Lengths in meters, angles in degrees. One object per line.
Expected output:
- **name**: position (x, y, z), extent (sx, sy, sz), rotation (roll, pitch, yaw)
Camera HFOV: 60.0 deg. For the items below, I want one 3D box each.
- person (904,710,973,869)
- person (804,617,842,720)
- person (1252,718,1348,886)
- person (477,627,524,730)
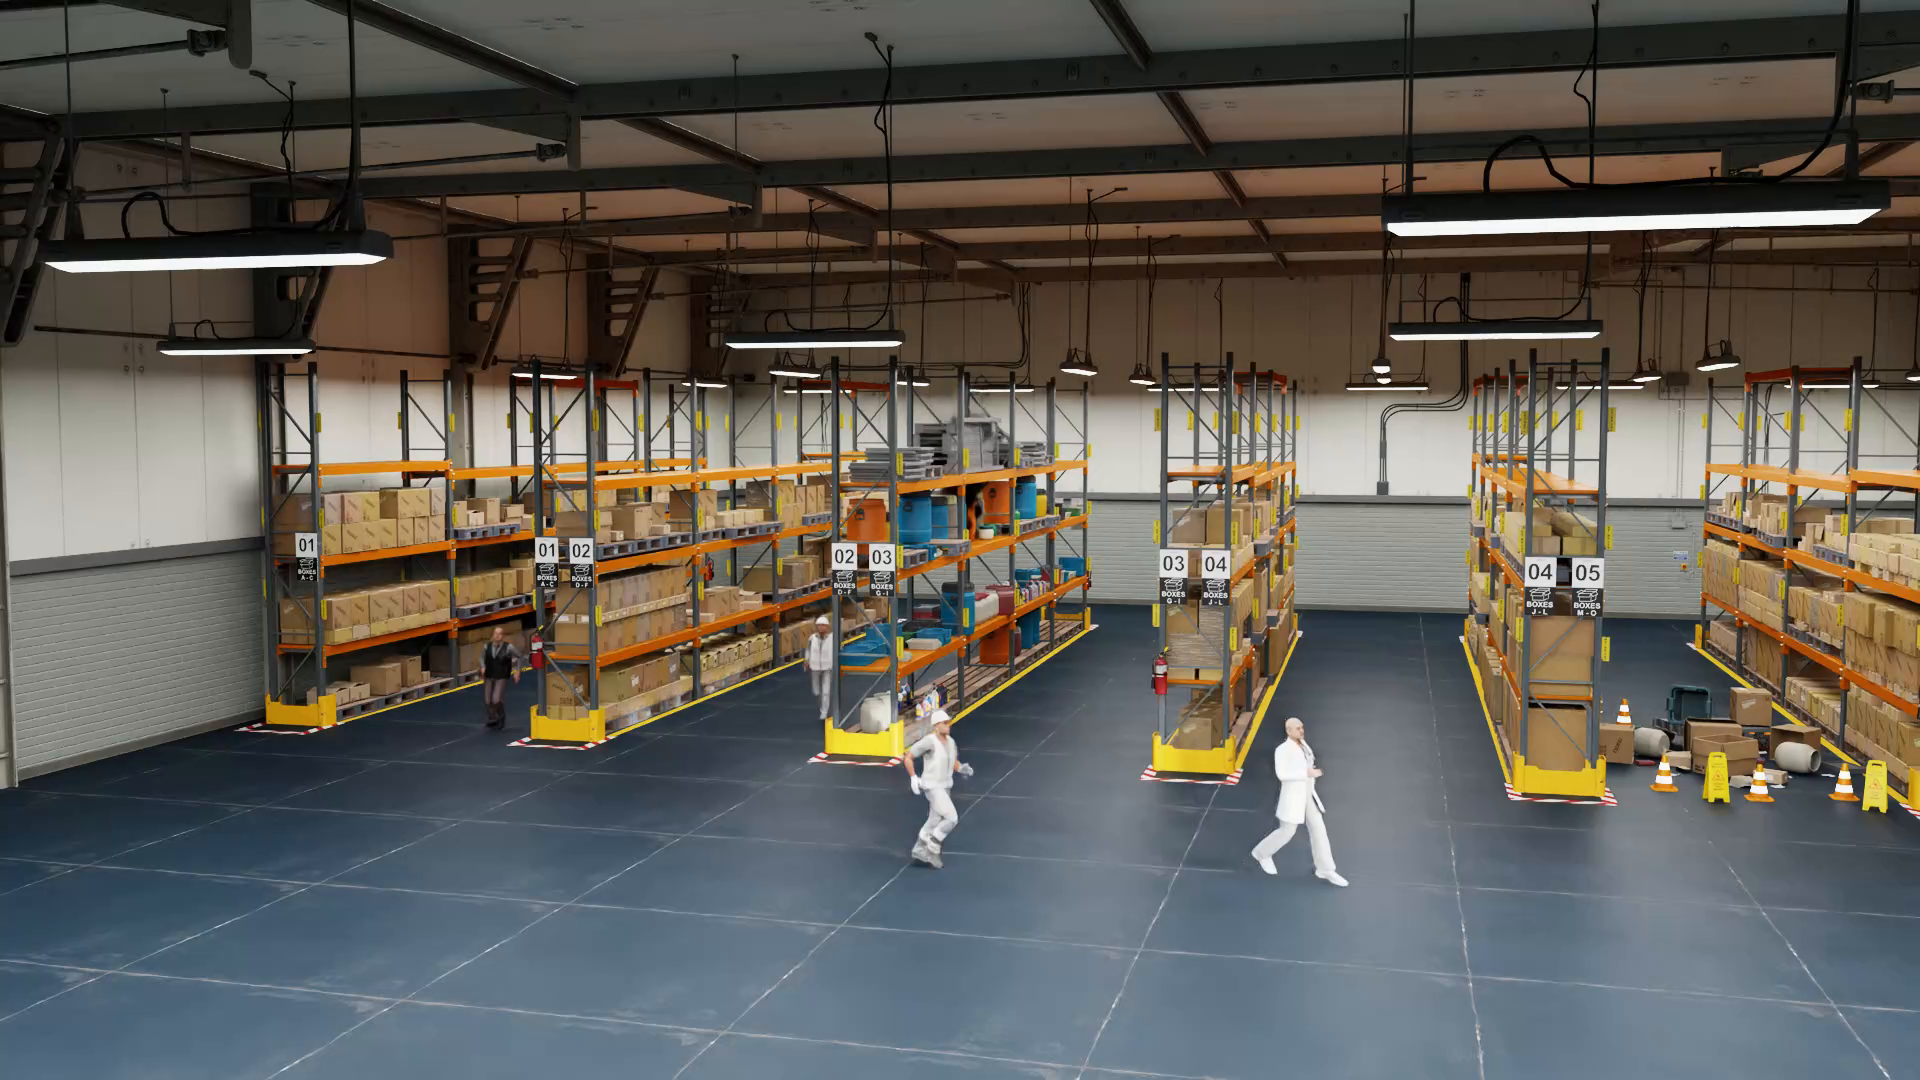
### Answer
- **person**: position (-0.226, 2.798, 18.661), extent (0.786, 1.776, 0.647), rotation (3, 5, 32)
- **person**: position (-2.301, 2.150, 28.139), extent (0.650, 1.727, 0.605), rotation (1, 4, 8)
- **person**: position (3.715, 2.819, 18.145), extent (0.731, 1.758, 1.116), rotation (-4, 5, -42)
- **person**: position (-7.498, 2.259, 27.023), extent (0.714, 1.684, 0.621), rotation (0, 4, 7)
